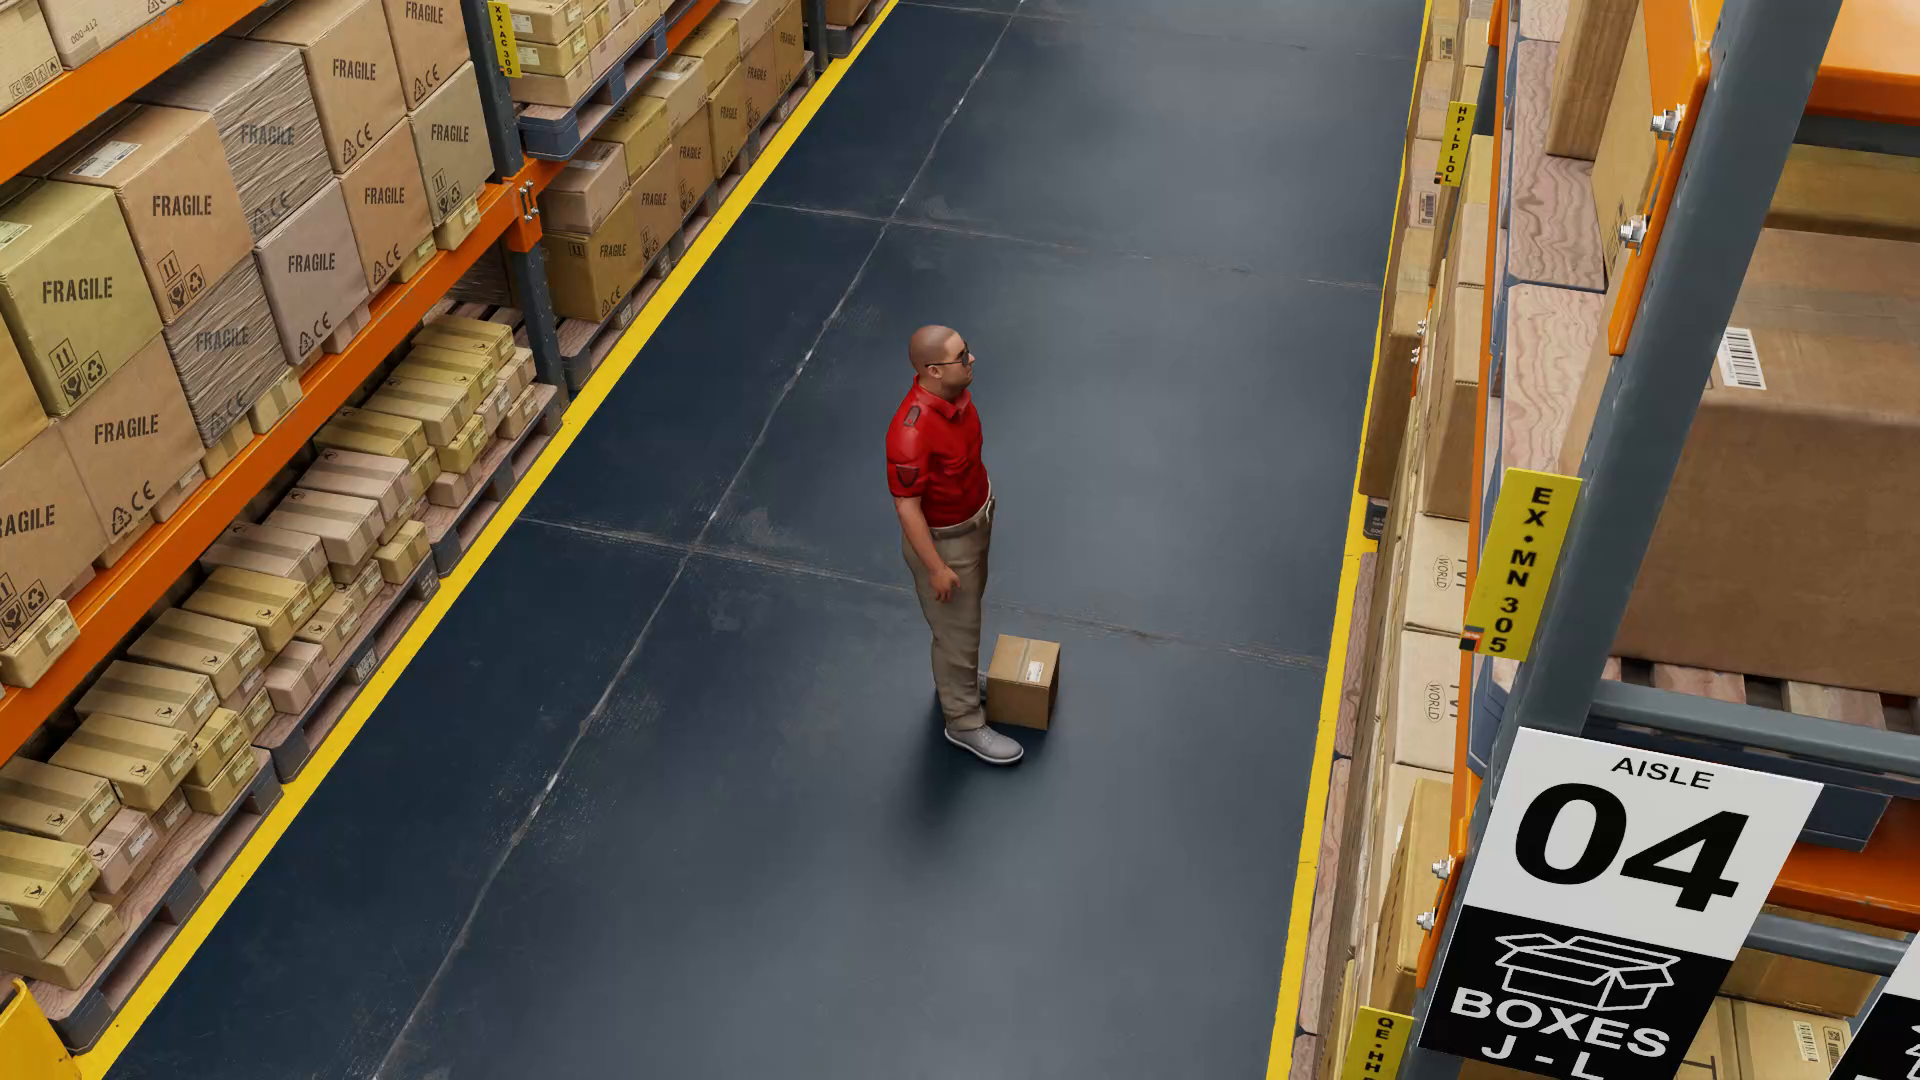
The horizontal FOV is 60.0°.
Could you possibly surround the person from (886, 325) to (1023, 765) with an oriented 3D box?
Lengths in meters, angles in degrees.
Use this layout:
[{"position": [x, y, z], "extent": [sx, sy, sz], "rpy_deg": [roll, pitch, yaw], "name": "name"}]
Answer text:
[{"position": [0.047, -0.011, 6.169], "extent": [0.550, 1.728, 0.642], "rpy_deg": [10, 42, 11], "name": "person"}]
